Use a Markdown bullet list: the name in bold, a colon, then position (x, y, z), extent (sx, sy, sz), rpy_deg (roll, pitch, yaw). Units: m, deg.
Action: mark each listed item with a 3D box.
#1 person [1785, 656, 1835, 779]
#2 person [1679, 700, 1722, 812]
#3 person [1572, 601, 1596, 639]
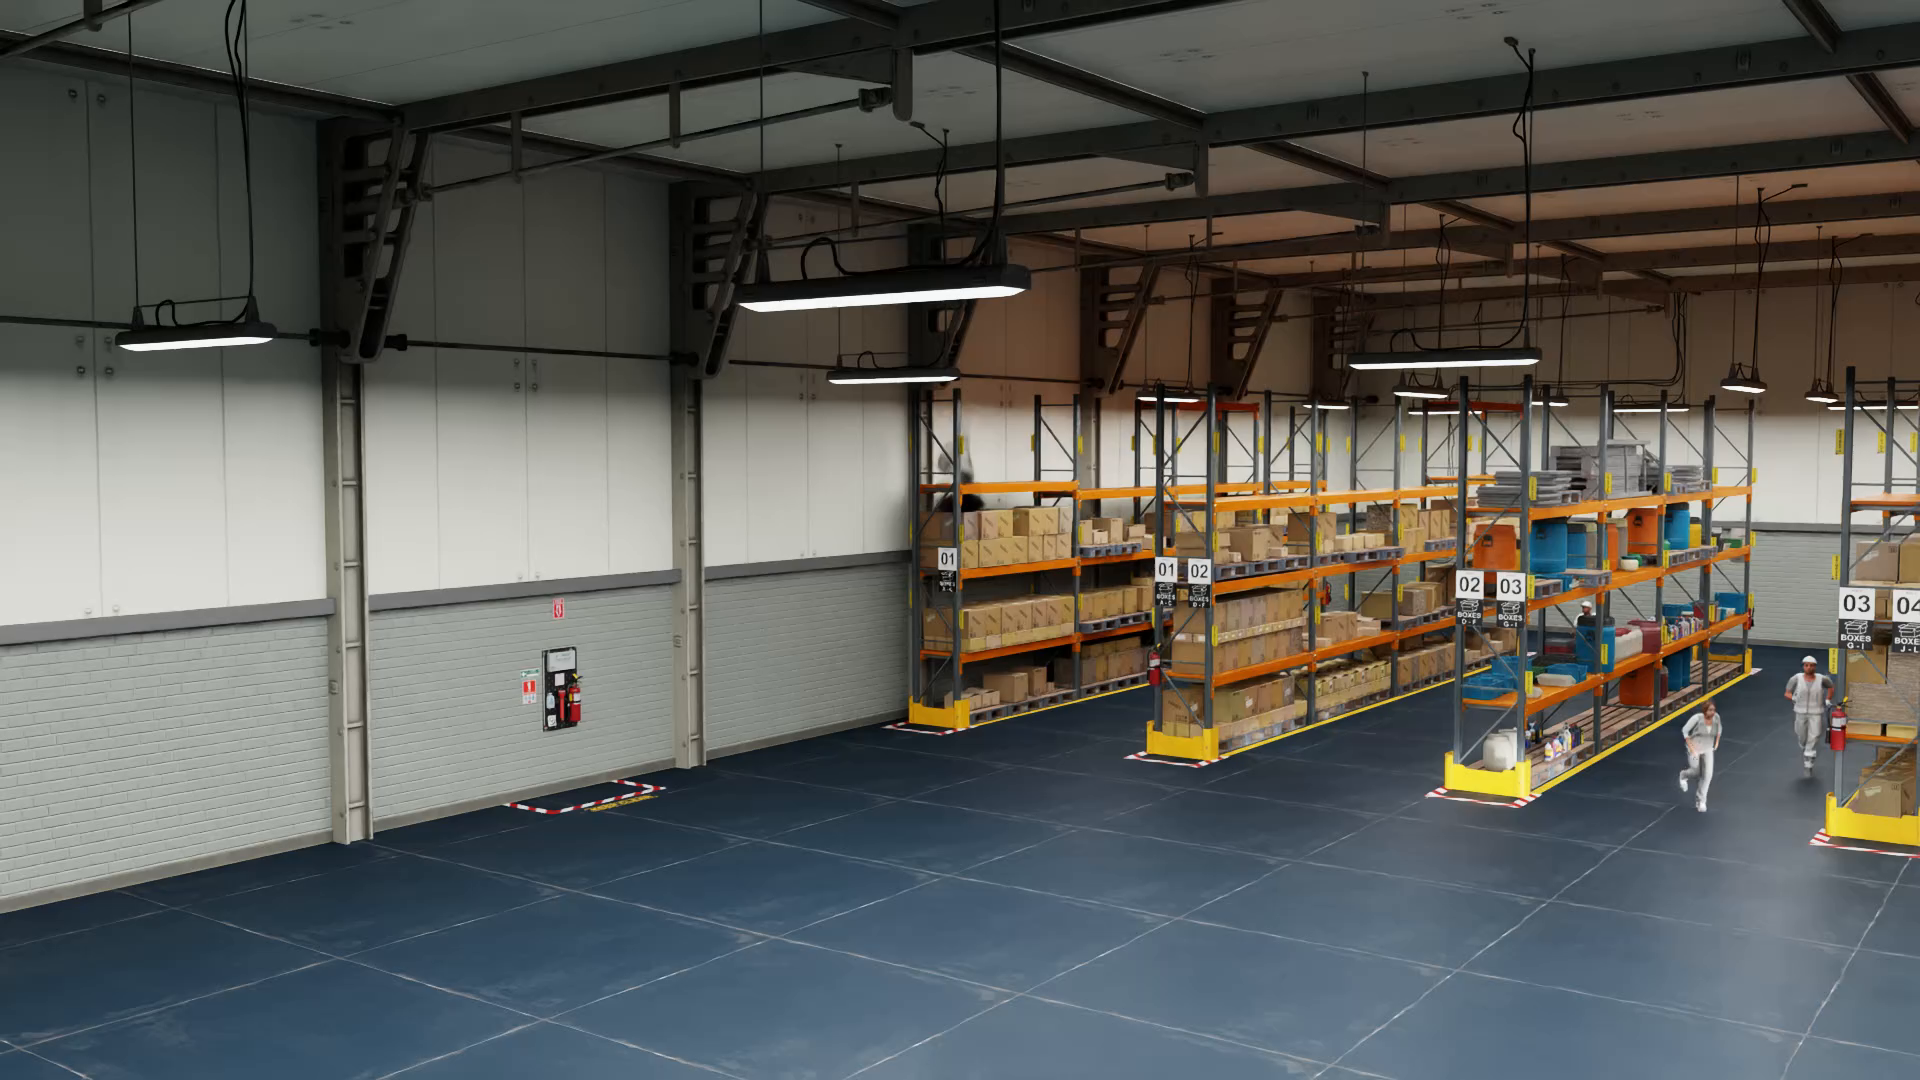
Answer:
- **person**: position (12.919, 2.663, 25.312), extent (0.655, 1.811, 0.968), rpy_deg (2, 4, 31)
- **person**: position (10.233, 2.944, 23.064), extent (0.549, 1.548, 0.858), rpy_deg (0, 3, -5)
- **person**: position (13.246, 2.150, 35.034), extent (0.714, 1.730, 0.661), rpy_deg (3, 4, 42)
